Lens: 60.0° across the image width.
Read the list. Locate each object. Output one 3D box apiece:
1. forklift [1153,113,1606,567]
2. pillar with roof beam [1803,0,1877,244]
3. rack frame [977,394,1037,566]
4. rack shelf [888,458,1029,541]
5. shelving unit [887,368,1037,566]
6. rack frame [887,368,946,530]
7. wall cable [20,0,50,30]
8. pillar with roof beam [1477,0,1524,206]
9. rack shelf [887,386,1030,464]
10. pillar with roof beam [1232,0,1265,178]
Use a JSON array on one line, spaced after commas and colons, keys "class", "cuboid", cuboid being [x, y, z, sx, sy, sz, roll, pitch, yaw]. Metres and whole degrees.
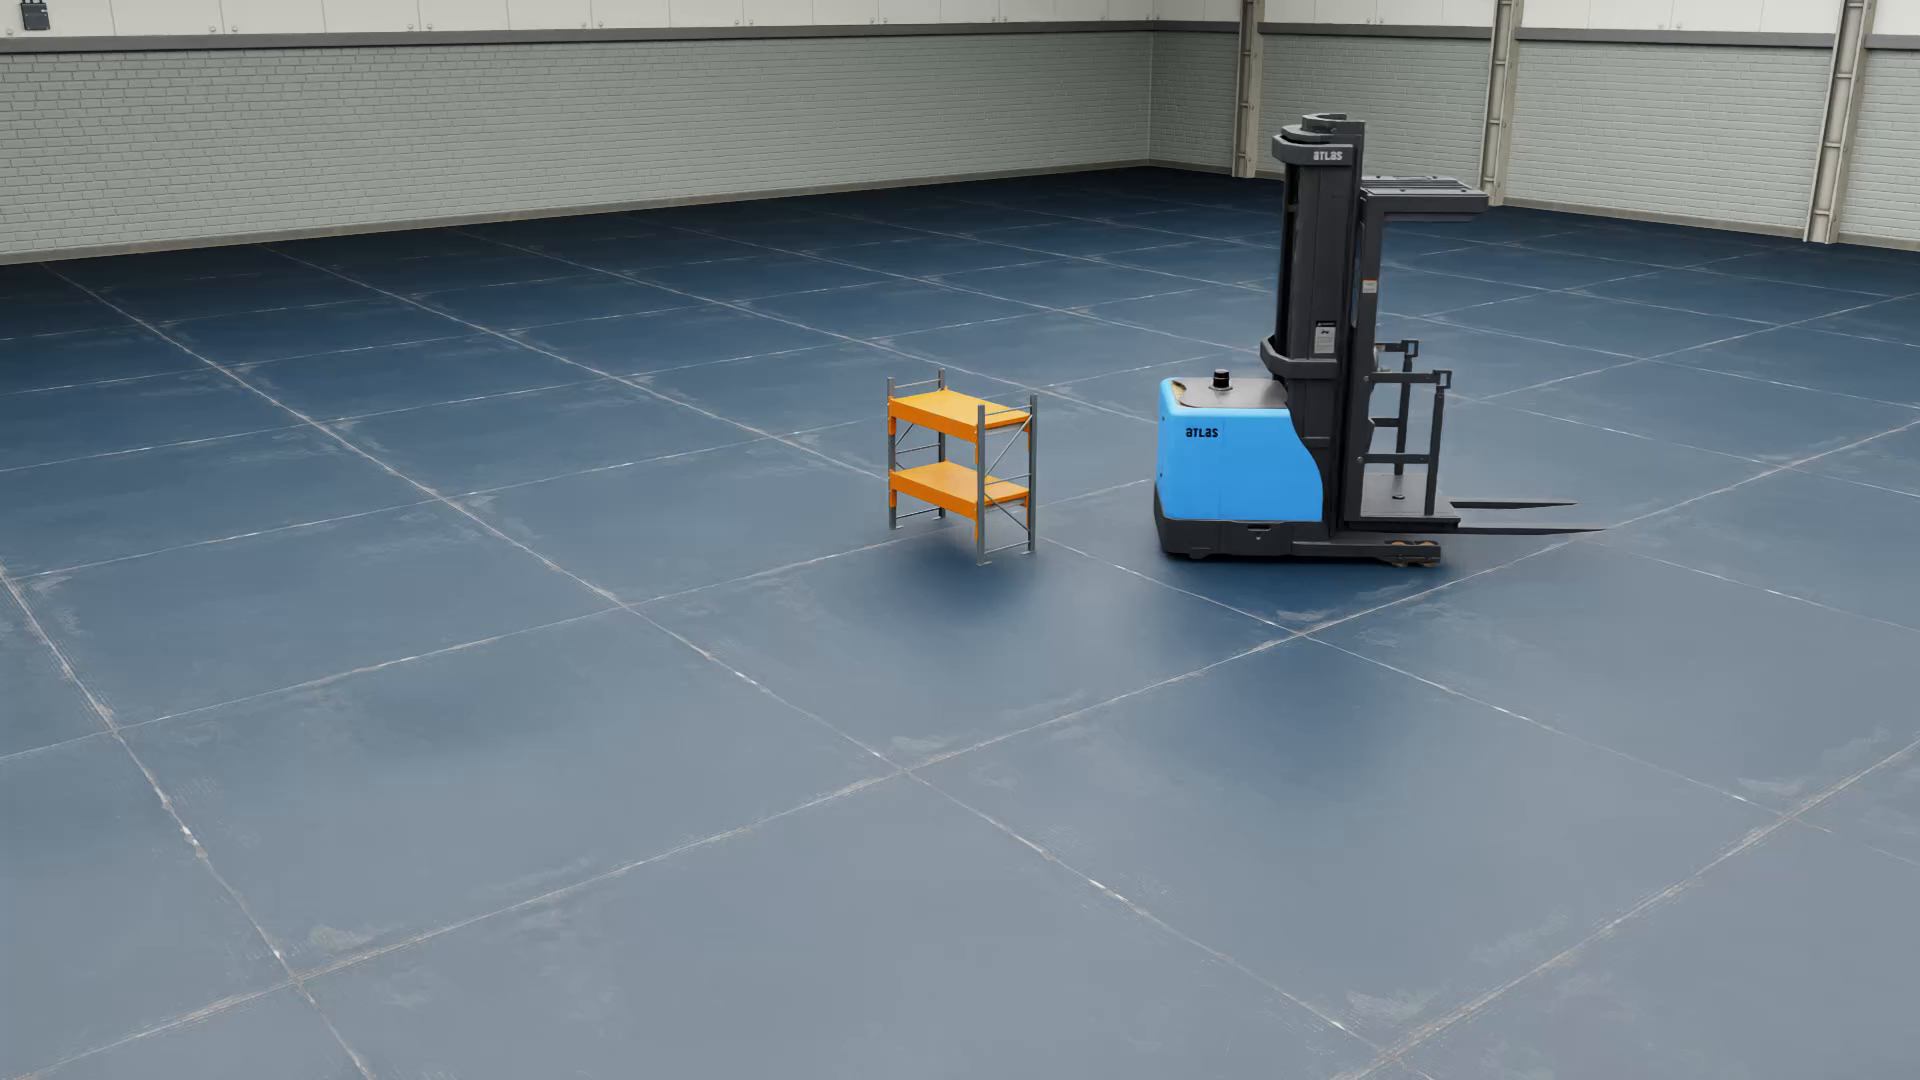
[{"class": "forklift", "cuboid": [2.922, -1.379, 11.365, 3.031, 2.935, 1.130, 1, 18, 2]}, {"class": "pillar with roof beam", "cuboid": [10.018, -8.078, 21.942, 9.100, 9.000, 0.400, -14, 23, -36]}, {"class": "rack frame", "cuboid": [0.320, -0.407, 11.302, 0.500, 1.125, 0.032, -14, 23, -36]}, {"class": "rack shelf", "cuboid": [0.004, -0.300, 11.758, 0.538, 0.278, 1.000, -14, 23, -36]}, {"class": "shelving unit", "cuboid": [0.004, -0.532, 11.681, 0.538, 1.125, 1.048, -14, 23, -36]}, {"class": "rack frame", "cuboid": [-0.311, -0.658, 12.059, 0.500, 1.125, 0.032, -14, 23, -36]}, {"class": "wall cable", "cuboid": [-12.091, -10.174, 22.863, 2.305, 6.003, 0.169, -14, 23, -36]}, {"class": "pillar with roof beam", "cuboid": [6.293, -9.556, 26.406, 9.100, 9.000, 0.400, -14, 23, -36]}, {"class": "rack shelf", "cuboid": [0.004, -0.810, 11.589, 0.538, 0.278, 1.000, -14, 23, -36]}, {"class": "pillar with roof beam", "cuboid": [2.568, -11.035, 30.871, 9.100, 9.000, 0.400, -14, 23, -36]}]
